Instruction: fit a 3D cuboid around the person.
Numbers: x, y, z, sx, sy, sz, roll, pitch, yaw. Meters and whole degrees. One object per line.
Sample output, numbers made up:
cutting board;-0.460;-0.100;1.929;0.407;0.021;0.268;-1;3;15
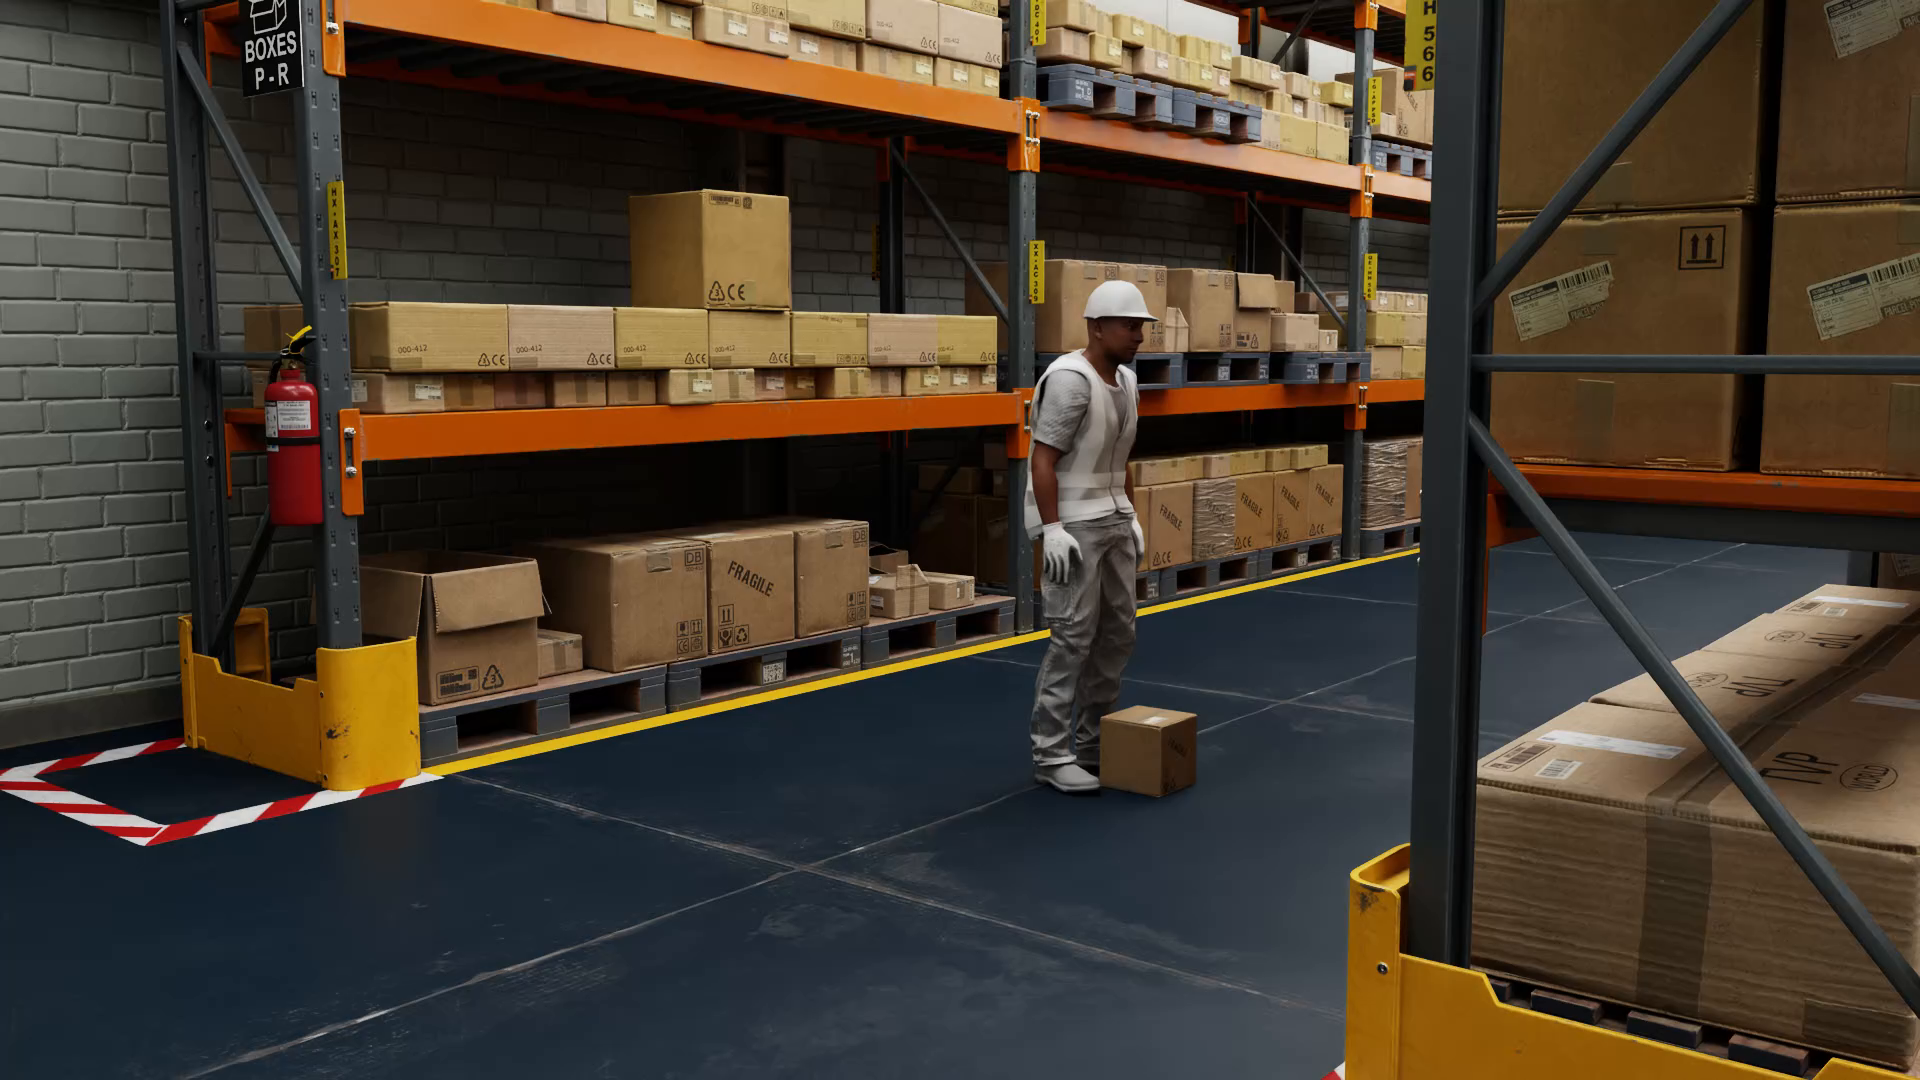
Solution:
person;0.475;-0.028;5.926;0.451;1.772;0.619;5;8;35
